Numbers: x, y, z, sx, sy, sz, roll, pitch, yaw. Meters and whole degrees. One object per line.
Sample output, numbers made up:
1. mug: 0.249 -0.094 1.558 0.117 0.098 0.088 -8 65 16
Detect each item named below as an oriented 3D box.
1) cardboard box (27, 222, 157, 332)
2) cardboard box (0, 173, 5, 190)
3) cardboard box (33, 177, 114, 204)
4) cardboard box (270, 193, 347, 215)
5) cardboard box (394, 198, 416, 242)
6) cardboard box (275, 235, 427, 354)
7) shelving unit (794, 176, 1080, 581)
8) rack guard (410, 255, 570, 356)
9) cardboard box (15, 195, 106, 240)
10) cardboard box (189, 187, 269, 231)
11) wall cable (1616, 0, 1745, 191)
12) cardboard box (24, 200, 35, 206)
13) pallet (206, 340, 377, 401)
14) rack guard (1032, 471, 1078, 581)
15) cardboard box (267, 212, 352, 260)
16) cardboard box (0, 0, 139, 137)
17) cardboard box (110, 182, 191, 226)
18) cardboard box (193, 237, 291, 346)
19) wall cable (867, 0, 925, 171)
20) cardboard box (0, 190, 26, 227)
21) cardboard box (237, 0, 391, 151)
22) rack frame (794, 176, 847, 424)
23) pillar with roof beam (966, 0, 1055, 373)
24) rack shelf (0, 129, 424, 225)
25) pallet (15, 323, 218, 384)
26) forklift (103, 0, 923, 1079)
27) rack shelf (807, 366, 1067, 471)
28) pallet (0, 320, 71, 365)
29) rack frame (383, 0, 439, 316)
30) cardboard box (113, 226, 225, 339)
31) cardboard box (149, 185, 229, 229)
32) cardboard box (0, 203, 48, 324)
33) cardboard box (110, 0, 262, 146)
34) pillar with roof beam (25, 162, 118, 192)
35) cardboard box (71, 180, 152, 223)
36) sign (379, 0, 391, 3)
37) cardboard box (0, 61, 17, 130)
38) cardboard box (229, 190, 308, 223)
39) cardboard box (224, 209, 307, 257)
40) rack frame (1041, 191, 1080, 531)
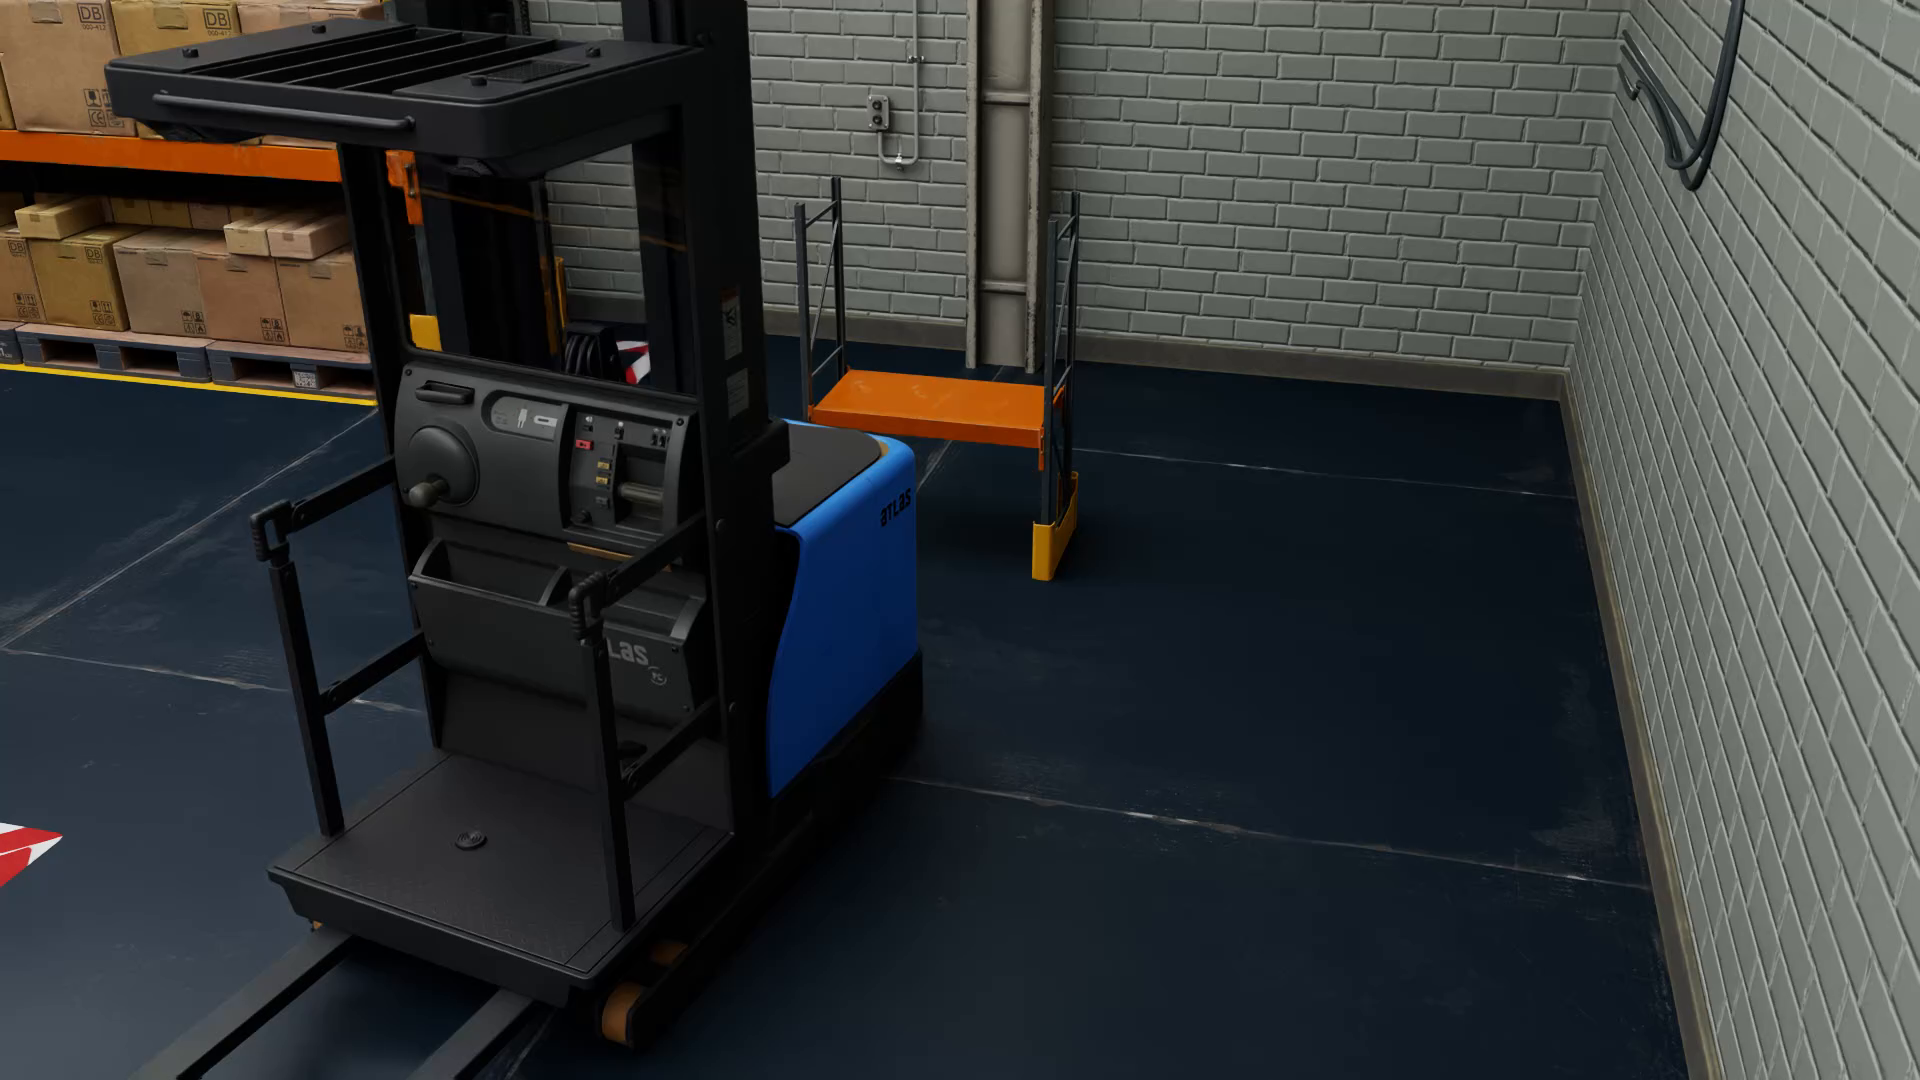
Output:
1. cardboard box: -4.762 -1.543 9.421 0.500 0.500 0.700 7 26 14
2. cardboard box: -5.835 -2.045 9.721 0.250 0.149 0.380 6 26 13
3. cardboard box: -5.069 -1.962 9.546 0.250 0.149 0.380 5 26 11
4. cardboard box: -3.592 -1.799 9.203 0.250 0.149 0.380 6 26 13
5. cardboard box: -3.101 -1.745 9.090 0.250 0.149 0.380 6 26 13
6. cardboard box: -3.272 -1.382 9.083 0.500 0.500 0.700 6 26 13
7. shelving unit: -0.074 -0.685 6.945 1.083 1.500 0.587 6 26 13
8. rack guard: -2.546 -1.157 9.098 0.348 0.500 1.175 6 26 13
9. cardboard box: -4.952 -1.779 9.161 0.250 0.149 0.380 6 26 12
10. cardboard box: -4.080 -1.853 9.317 0.250 0.149 0.380 7 26 14
11. wall cable: 2.820 -2.840 6.359 0.112 2.526 3.097 6 26 13
12. cardboard box: -5.744 -1.654 9.655 0.500 0.500 0.700 7 26 14
13. pallet: -3.363 -1.082 9.277 1.213 0.211 1.003 6 26 13
14. rack guard: 0.408 -0.068 7.101 0.087 0.250 0.587 6 26 13
15. cardboard box: -3.441 -1.613 8.813 0.250 0.149 0.380 6 26 12
16. cardboard box: -4.509 -2.632 8.941 0.700 0.700 0.980 5 26 10
17. cardboard box: -4.574 -1.907 9.431 0.250 0.149 0.380 6 26 12
18. cardboard box: -3.756 -1.436 9.195 0.500 0.500 0.700 6 26 13
19. wall cable: -1.093 -3.003 8.887 1.851 1.984 0.084 6 26 13
20. cardboard box: -5.458 -1.835 9.279 0.250 0.149 0.380 7 26 15
21. cardboard box: -3.065 -2.474 8.607 0.700 0.700 0.980 8 26 15
22. rack frame: -0.575 -0.741 7.061 0.032 1.500 0.500 6 26 13
23. pillar with roof beam: -0.811 -3.275 3.661 0.400 9.000 9.100 6 26 13
24. rack shelf: -4.506 -2.177 9.170 4.000 0.370 1.077 6 26 13
25. pallet: -4.541 -1.213 9.553 1.213 0.211 1.003 6 26 13
26. forklift: -1.208 -0.192 4.243 1.130 2.935 3.031 11 28 22
27. rack shelf: -0.083 -0.524 7.024 1.000 0.185 0.538 6 26 13
28. pallet: -5.726 -1.343 9.825 1.213 0.211 1.003 6 26 13
29. rack frame: -2.569 -2.288 8.566 0.127 3.000 1.000 6 26 13
30. cardboard box: -4.244 -1.489 9.308 0.500 0.500 0.700 5 26 11
31. cardboard box: -4.329 -1.880 9.374 0.250 0.149 0.380 7 26 14
32. cardboard box: -5.258 -1.599 9.539 0.500 0.500 0.700 6 26 12
33. cardboard box: -3.773 -2.547 8.761 0.700 0.700 0.980 6 26 13
34. pillar with roof beam: -6.622 -3.918 5.010 0.400 9.000 9.100 6 26 13
35. cardboard box: -4.824 -1.934 9.488 0.250 0.149 0.380 7 26 14
36. sign: -2.717 -2.693 7.795 0.005 0.325 0.100 6 26 13
37. cardboard box: -5.216 -2.706 9.096 0.700 0.700 0.980 6 26 12
38. cardboard box: -3.834 -1.826 9.260 0.250 0.149 0.380 7 26 13
39. cardboard box: -3.689 -1.640 8.870 0.250 0.149 0.380 7 26 14
40. rack frame: 0.410 -0.632 6.832 0.032 1.500 0.500 6 26 13
